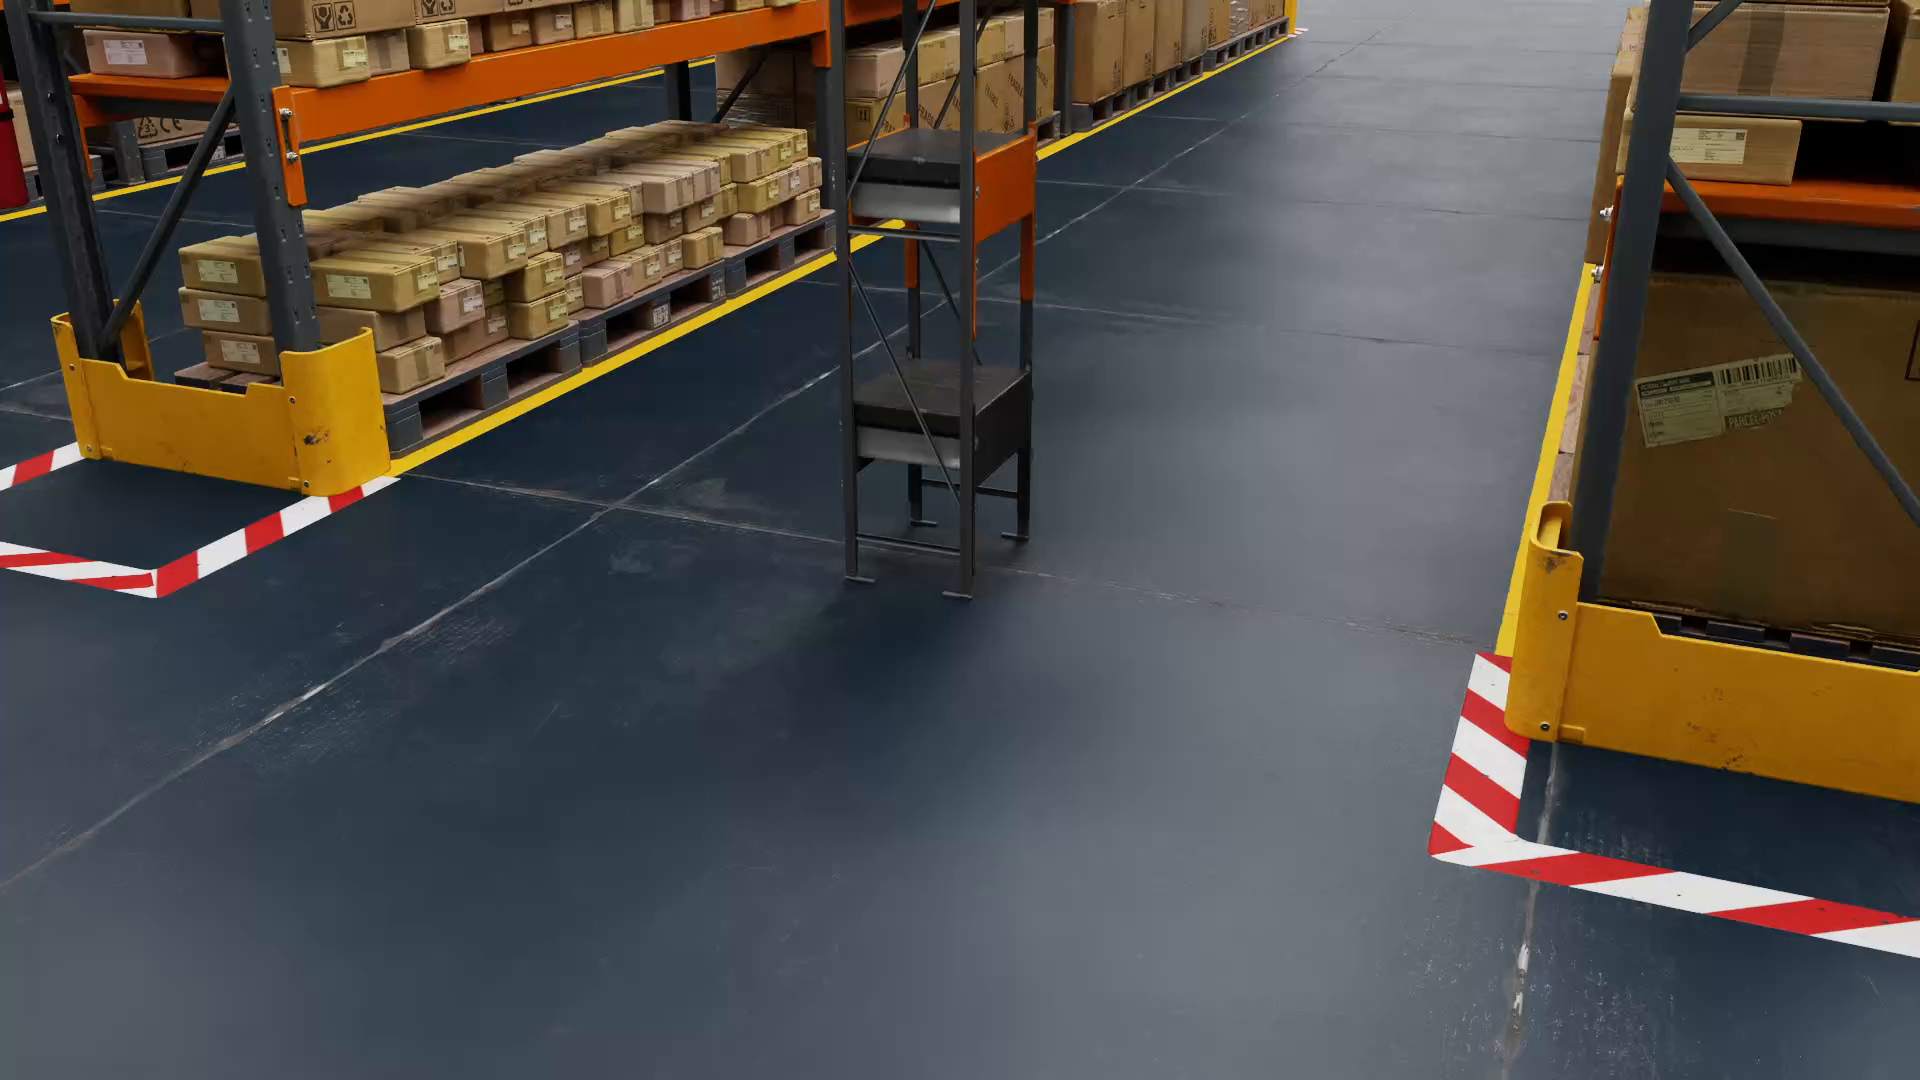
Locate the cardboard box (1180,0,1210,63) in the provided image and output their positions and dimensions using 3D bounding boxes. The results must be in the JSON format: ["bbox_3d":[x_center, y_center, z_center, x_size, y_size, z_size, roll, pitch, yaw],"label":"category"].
[{"bbox_3d":[1.696,-4.853,15.351,1.050,0.750,0.750,9,24,20],"label":"cardboard box"}]

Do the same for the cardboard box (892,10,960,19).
[{"bbox_3d":[-0.312,-3.494,11.449,0.500,0.250,0.500,8,24,19],"label":"cardboard box"}]

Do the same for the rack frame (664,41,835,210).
[{"bbox_3d":[-1.129,-3.070,8.708,1.000,3.000,0.127,9,24,20],"label":"rack frame"}]

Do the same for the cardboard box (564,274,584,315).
[{"bbox_3d":[-1.813,-1.034,6.989,0.380,0.149,0.250,9,24,20],"label":"cardboard box"}]

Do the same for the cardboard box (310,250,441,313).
[{"bbox_3d":[-2.104,-0.930,5.967,0.380,0.149,0.250,8,24,18],"label":"cardboard box"}]

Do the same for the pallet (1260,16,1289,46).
[{"bbox_3d":[3.104,-5.780,18.814,1.003,0.211,1.213,9,24,20],"label":"pallet"}]

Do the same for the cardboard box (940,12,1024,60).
[{"bbox_3d":[0.169,-3.423,11.279,0.500,0.250,0.500,9,24,21],"label":"cardboard box"}]

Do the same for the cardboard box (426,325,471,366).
[{"bbox_3d":[-2.102,-0.764,6.341,0.380,0.149,0.250,9,24,20],"label":"cardboard box"}]

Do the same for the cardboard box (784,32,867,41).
[{"bbox_3d":[-0.884,-2.941,10.125,0.500,0.250,0.500,10,25,23],"label":"cardboard box"}]

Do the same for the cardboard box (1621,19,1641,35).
[{"bbox_3d":[4.311,-2.407,9.331,1.225,0.875,0.875,9,24,20],"label":"cardboard box"}]

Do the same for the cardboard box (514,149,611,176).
[{"bbox_3d":[-1.901,-1.765,7.967,0.380,0.149,0.250,9,24,21],"label":"cardboard box"}]

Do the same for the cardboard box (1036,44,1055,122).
[{"bbox_3d":[0.355,-3.269,11.882,0.500,0.500,0.500,9,24,20],"label":"cardboard box"}]

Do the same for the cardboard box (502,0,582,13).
[{"bbox_3d":[-1.822,-2.312,6.377,0.500,0.500,0.500,9,24,21],"label":"cardboard box"}]

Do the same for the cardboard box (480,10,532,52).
[{"bbox_3d":[-1.892,-1.983,6.432,0.380,0.149,0.250,9,24,20],"label":"cardboard box"}]

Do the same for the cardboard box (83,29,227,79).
[{"bbox_3d":[-2.756,-1.680,5.705,0.380,0.149,0.250,9,24,20],"label":"cardboard box"}]

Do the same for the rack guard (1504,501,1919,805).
[{"bbox_3d":[1.944,0.270,3.955,1.175,0.500,0.348,9,24,20],"label":"rack guard"}]

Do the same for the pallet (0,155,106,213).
[{"bbox_3d":[-6.117,-2.195,10.231,1.003,0.211,1.213,9,24,20],"label":"pallet"}]

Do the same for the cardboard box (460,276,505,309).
[{"bbox_3d":[-2.019,-0.995,6.508,0.380,0.149,0.250,9,24,21],"label":"cardboard box"}]

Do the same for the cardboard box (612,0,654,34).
[{"bbox_3d":[-1.531,-2.248,7.067,0.380,0.149,0.250,9,24,21],"label":"cardboard box"}]

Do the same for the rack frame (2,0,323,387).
[{"bbox_3d":[-2.615,-1.638,5.281,1.000,3.000,0.127,9,24,20],"label":"rack frame"}]

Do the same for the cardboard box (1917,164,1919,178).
[{"bbox_3d":[2.391,-0.856,3.734,0.380,0.149,0.250,9,24,21],"label":"cardboard box"}]

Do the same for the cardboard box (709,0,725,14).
[{"bbox_3d":[-1.326,-2.541,7.767,0.380,0.149,0.250,8,24,19],"label":"cardboard box"}]

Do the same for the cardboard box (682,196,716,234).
[{"bbox_3d":[-1.383,-1.560,7.862,0.380,0.149,0.250,9,24,21],"label":"cardboard box"}]

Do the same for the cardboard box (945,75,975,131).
[{"bbox_3d":[-0.231,-2.716,10.558,0.500,0.500,0.500,9,24,21],"label":"cardboard box"}]

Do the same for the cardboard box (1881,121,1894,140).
[{"bbox_3d":[2.676,-1.133,4.397,0.380,0.149,0.250,8,24,19],"label":"cardboard box"}]

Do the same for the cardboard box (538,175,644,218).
[{"bbox_3d":[-1.629,-1.508,7.350,0.380,0.149,0.250,9,24,20],"label":"cardboard box"}]

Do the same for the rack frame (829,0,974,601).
[{"bbox_3d":[-0.152,-0.822,4.494,0.400,2.100,0.015,9,24,20],"label":"rack frame"}]

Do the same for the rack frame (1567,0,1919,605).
[{"bbox_3d":[1.953,-0.892,3.494,1.000,3.000,0.127,9,24,20],"label":"rack frame"}]

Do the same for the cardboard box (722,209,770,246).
[{"bbox_3d":[-1.170,-1.574,8.281,0.380,0.149,0.250,8,24,18],"label":"cardboard box"}]

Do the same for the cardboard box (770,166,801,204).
[{"bbox_3d":[-1.040,-1.829,8.504,0.380,0.149,0.250,8,24,18],"label":"cardboard box"}]

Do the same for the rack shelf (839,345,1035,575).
[{"bbox_3d":[-0.061,-0.251,4.979,0.431,0.518,0.480,9,24,20],"label":"rack shelf"}]

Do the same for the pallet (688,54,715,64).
[{"bbox_3d":[-3.078,-5.040,17.041,1.003,0.211,1.213,9,24,20],"label":"pallet"}]

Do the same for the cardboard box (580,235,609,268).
[{"bbox_3d":[-1.750,-1.283,7.197,0.380,0.149,0.250,10,25,23],"label":"cardboard box"}]

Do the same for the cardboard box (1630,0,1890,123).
[{"bbox_3d":[1.887,-1.172,3.972,0.500,0.250,0.500,8,24,19],"label":"cardboard box"}]

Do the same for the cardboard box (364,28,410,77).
[{"bbox_3d":[-2.134,-1.689,5.727,0.380,0.149,0.250,10,25,22],"label":"cardboard box"}]

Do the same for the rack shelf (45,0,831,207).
[{"bbox_3d":[-1.872,-2.022,7.133,1.077,0.370,4.000,9,24,20],"label":"rack shelf"}]

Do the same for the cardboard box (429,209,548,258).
[{"bbox_3d":[-1.886,-1.218,6.657,0.380,0.149,0.250,8,24,17],"label":"cardboard box"}]

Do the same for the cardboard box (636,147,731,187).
[{"bbox_3d":[-1.332,-1.789,8.024,0.380,0.149,0.250,10,25,22],"label":"cardboard box"}]

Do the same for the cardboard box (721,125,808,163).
[{"bbox_3d":[-1.019,-2.058,8.668,0.380,0.149,0.250,9,24,22],"label":"cardboard box"}]

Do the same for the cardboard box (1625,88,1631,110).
[{"bbox_3d":[1.875,-1.044,4.184,0.380,0.149,0.250,9,24,21],"label":"cardboard box"}]

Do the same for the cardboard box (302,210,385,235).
[{"bbox_3d":[-2.528,-1.210,6.636,0.380,0.149,0.250,8,24,19],"label":"cardboard box"}]

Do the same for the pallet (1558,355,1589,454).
[{"bbox_3d":[2.632,-0.338,5.785,1.003,0.211,1.213,9,24,20],"label":"pallet"}]

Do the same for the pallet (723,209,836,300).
[{"bbox_3d":[-1.345,-1.538,8.658,1.003,0.211,1.213,9,24,20],"label":"pallet"}]

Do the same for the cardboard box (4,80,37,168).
[{"bbox_3d":[-6.095,-2.545,10.230,0.875,0.438,0.875,8,24,19],"label":"cardboard box"}]

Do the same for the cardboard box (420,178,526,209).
[{"bbox_3d":[-2.124,-1.476,7.273,0.380,0.149,0.250,8,24,18],"label":"cardboard box"}]

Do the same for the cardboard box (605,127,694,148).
[{"bbox_3d":[-1.606,-2.039,8.622,0.380,0.149,0.250,10,25,23],"label":"cardboard box"}]

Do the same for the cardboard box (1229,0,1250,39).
[{"bbox_3d":[2.473,-5.684,17.178,0.875,0.875,0.875,9,24,20],"label":"cardboard box"}]

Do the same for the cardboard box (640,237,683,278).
[{"bbox_3d":[-1.502,-1.305,7.636,0.380,0.149,0.250,9,24,21],"label":"cardboard box"}]

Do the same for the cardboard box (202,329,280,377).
[{"bbox_3d":[-2.613,-0.735,6.272,0.380,0.149,0.250,9,24,21],"label":"cardboard box"}]

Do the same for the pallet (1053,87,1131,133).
[{"bbox_3d":[0.720,-3.486,13.322,1.003,0.211,1.213,9,24,20],"label":"pallet"}]

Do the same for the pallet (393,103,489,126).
[{"bbox_3d":[-4.639,-3.616,13.633,1.003,0.211,1.213,9,24,20],"label":"pallet"}]

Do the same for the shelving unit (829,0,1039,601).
[{"bbox_3d":[-0.062,-0.910,4.703,0.431,2.100,0.503,9,24,20],"label":"shelving unit"}]

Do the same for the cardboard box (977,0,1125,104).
[{"bbox_3d":[0.667,-3.862,12.978,1.050,0.750,0.750,8,24,19],"label":"cardboard box"}]

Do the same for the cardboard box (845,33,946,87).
[{"bbox_3d":[-0.413,-2.874,9.964,0.500,0.250,0.500,9,24,22],"label":"cardboard box"}]
